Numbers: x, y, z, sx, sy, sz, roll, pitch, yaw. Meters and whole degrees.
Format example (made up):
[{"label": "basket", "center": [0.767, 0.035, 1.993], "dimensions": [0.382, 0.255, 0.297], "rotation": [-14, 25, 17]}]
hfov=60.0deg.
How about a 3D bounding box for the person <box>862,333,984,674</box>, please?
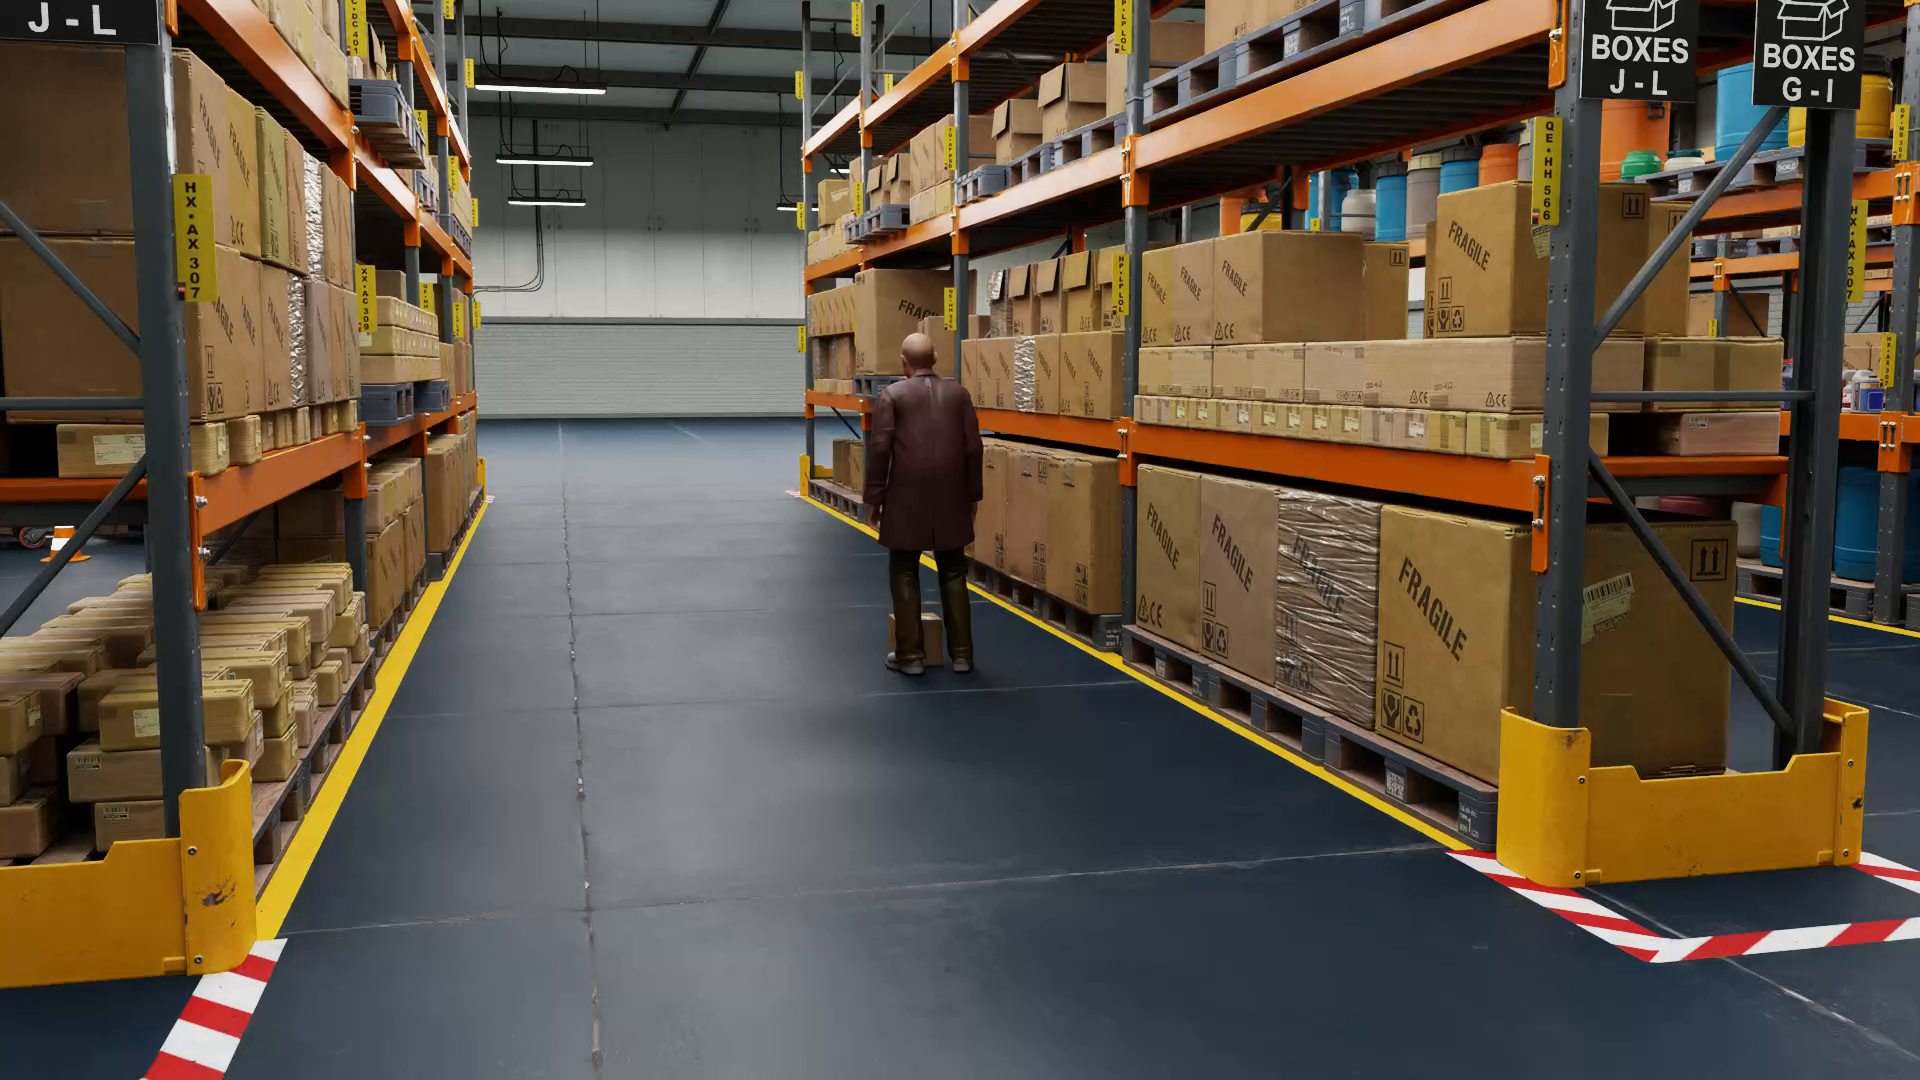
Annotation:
[{"label": "person", "center": [-0.189, -0.193, 8.720], "dimensions": [0.654, 1.774, 0.420], "rotation": [-2, 6, -17]}]
